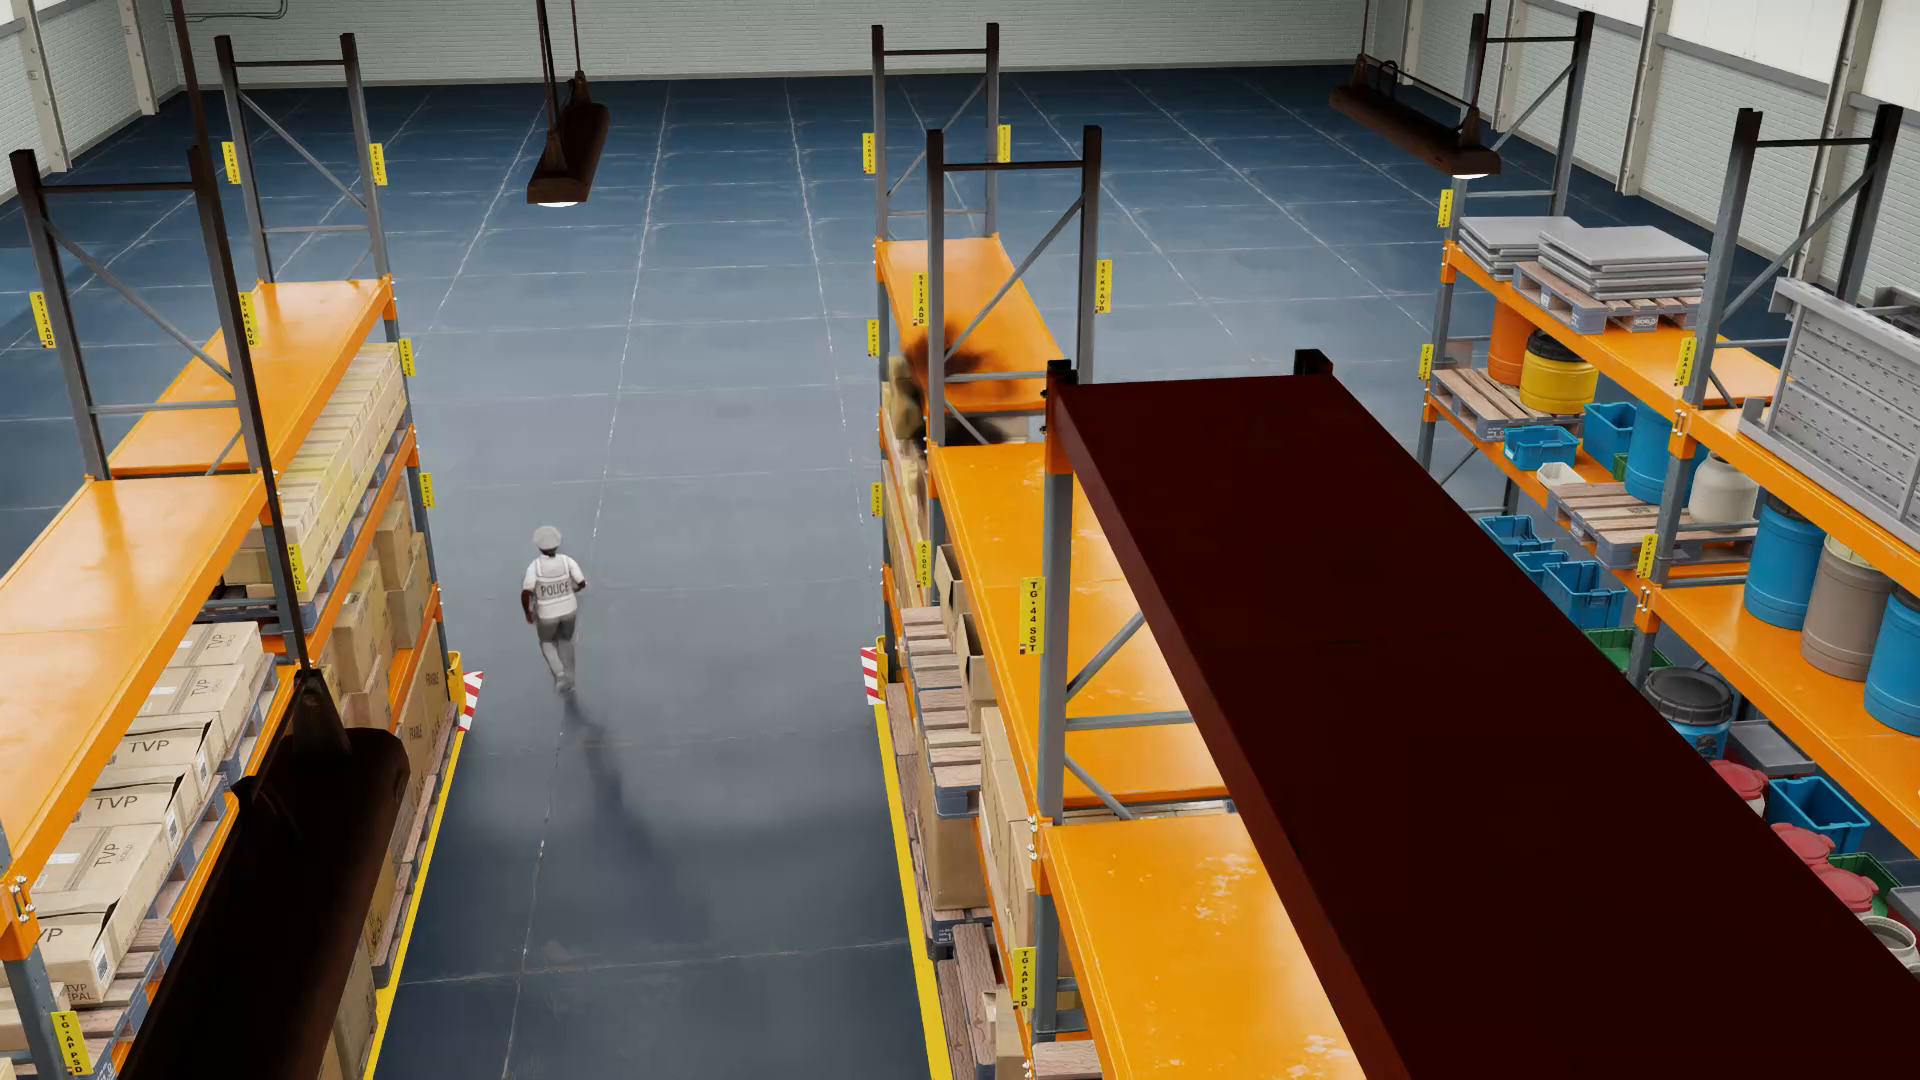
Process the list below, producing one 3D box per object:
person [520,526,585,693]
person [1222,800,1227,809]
[{"bbox_3d":[-3.708,0.662,15.219,0.615,1.662,0.590,-14,29,-27],"label":"person"},{"bbox_3d":[1.745,1.773,12.172,0.604,1.700,0.836,-5,26,-11],"label":"person"}]
